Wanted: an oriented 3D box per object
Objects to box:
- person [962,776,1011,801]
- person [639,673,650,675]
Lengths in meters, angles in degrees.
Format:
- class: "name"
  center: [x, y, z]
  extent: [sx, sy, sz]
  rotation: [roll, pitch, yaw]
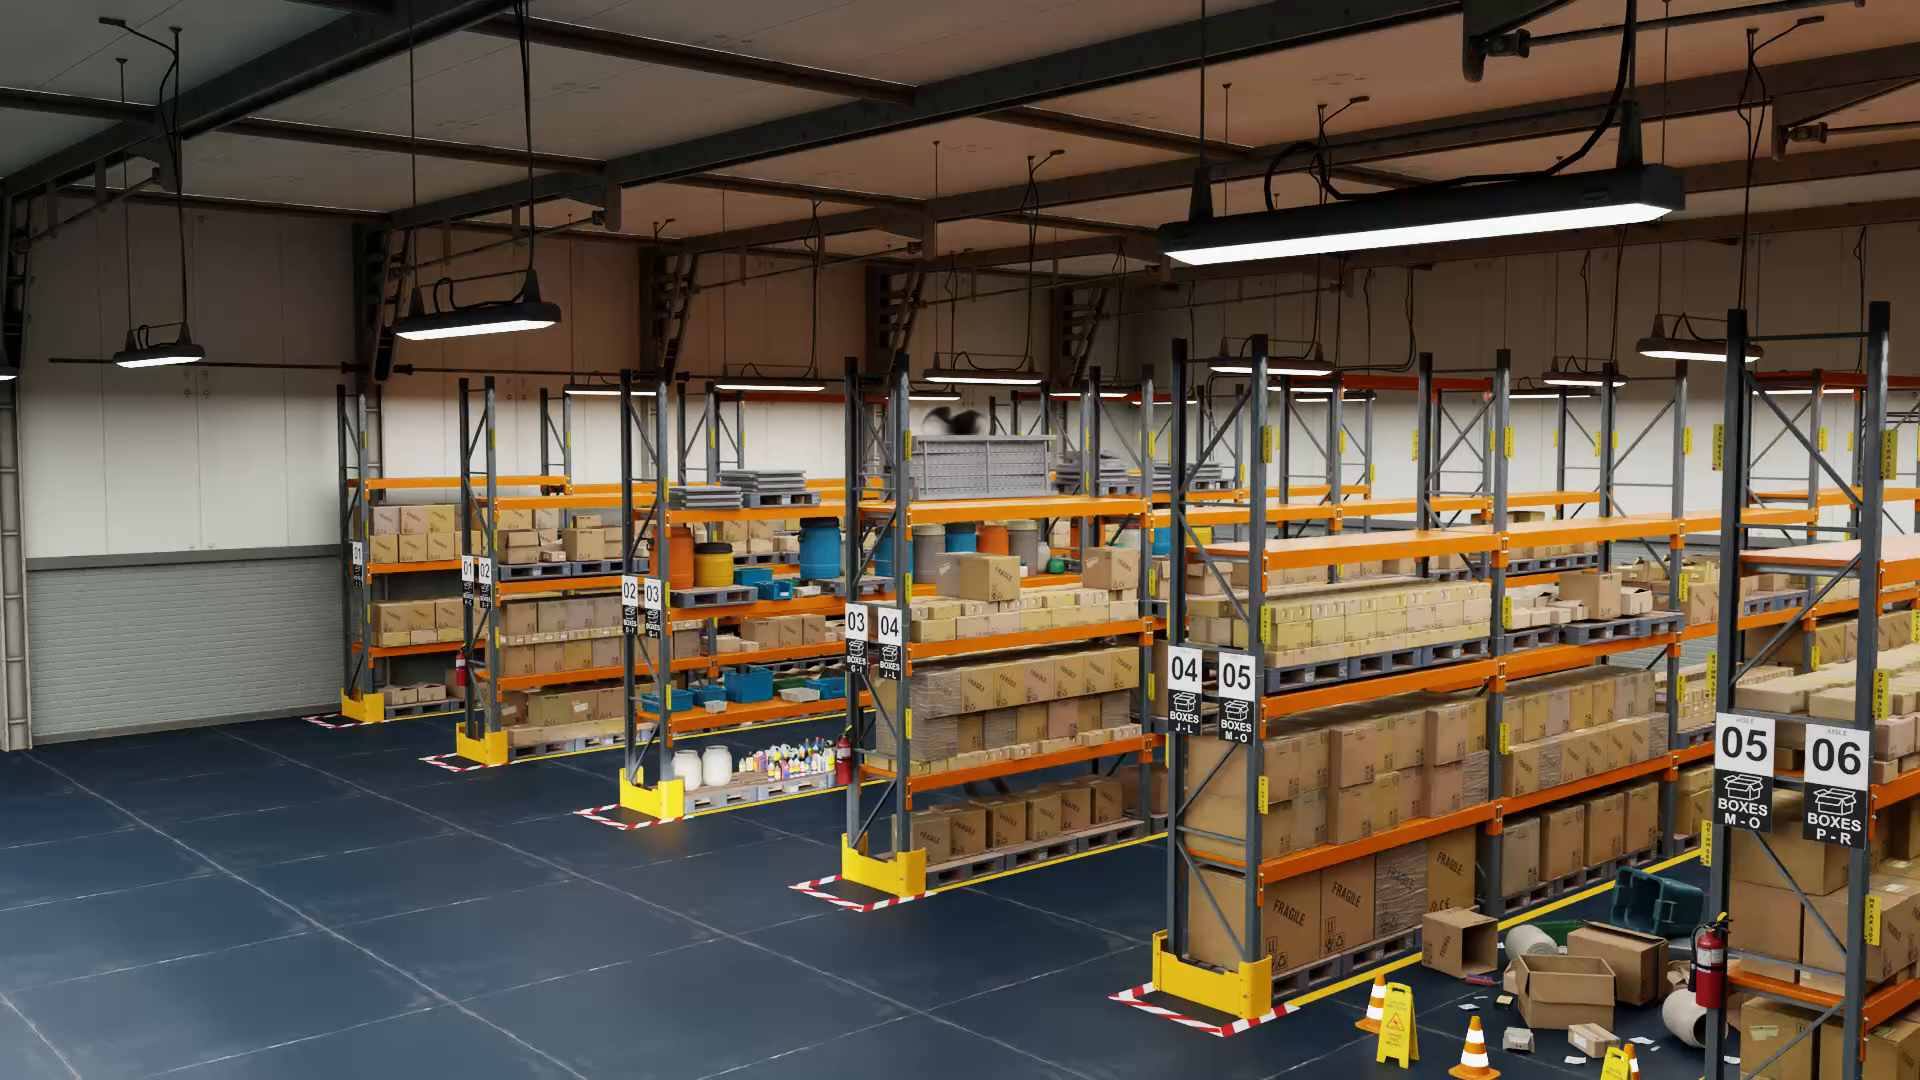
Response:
- class: "person"
  center: [0.328, 2.855, 22.322]
  extent: [0.925, 1.693, 0.646]
  rotation: [-3, 5, -41]
- class: "person"
  center: [-5.934, 2.389, 30.291]
  extent: [0.734, 1.577, 0.830]
  rotation: [3, 5, 34]
